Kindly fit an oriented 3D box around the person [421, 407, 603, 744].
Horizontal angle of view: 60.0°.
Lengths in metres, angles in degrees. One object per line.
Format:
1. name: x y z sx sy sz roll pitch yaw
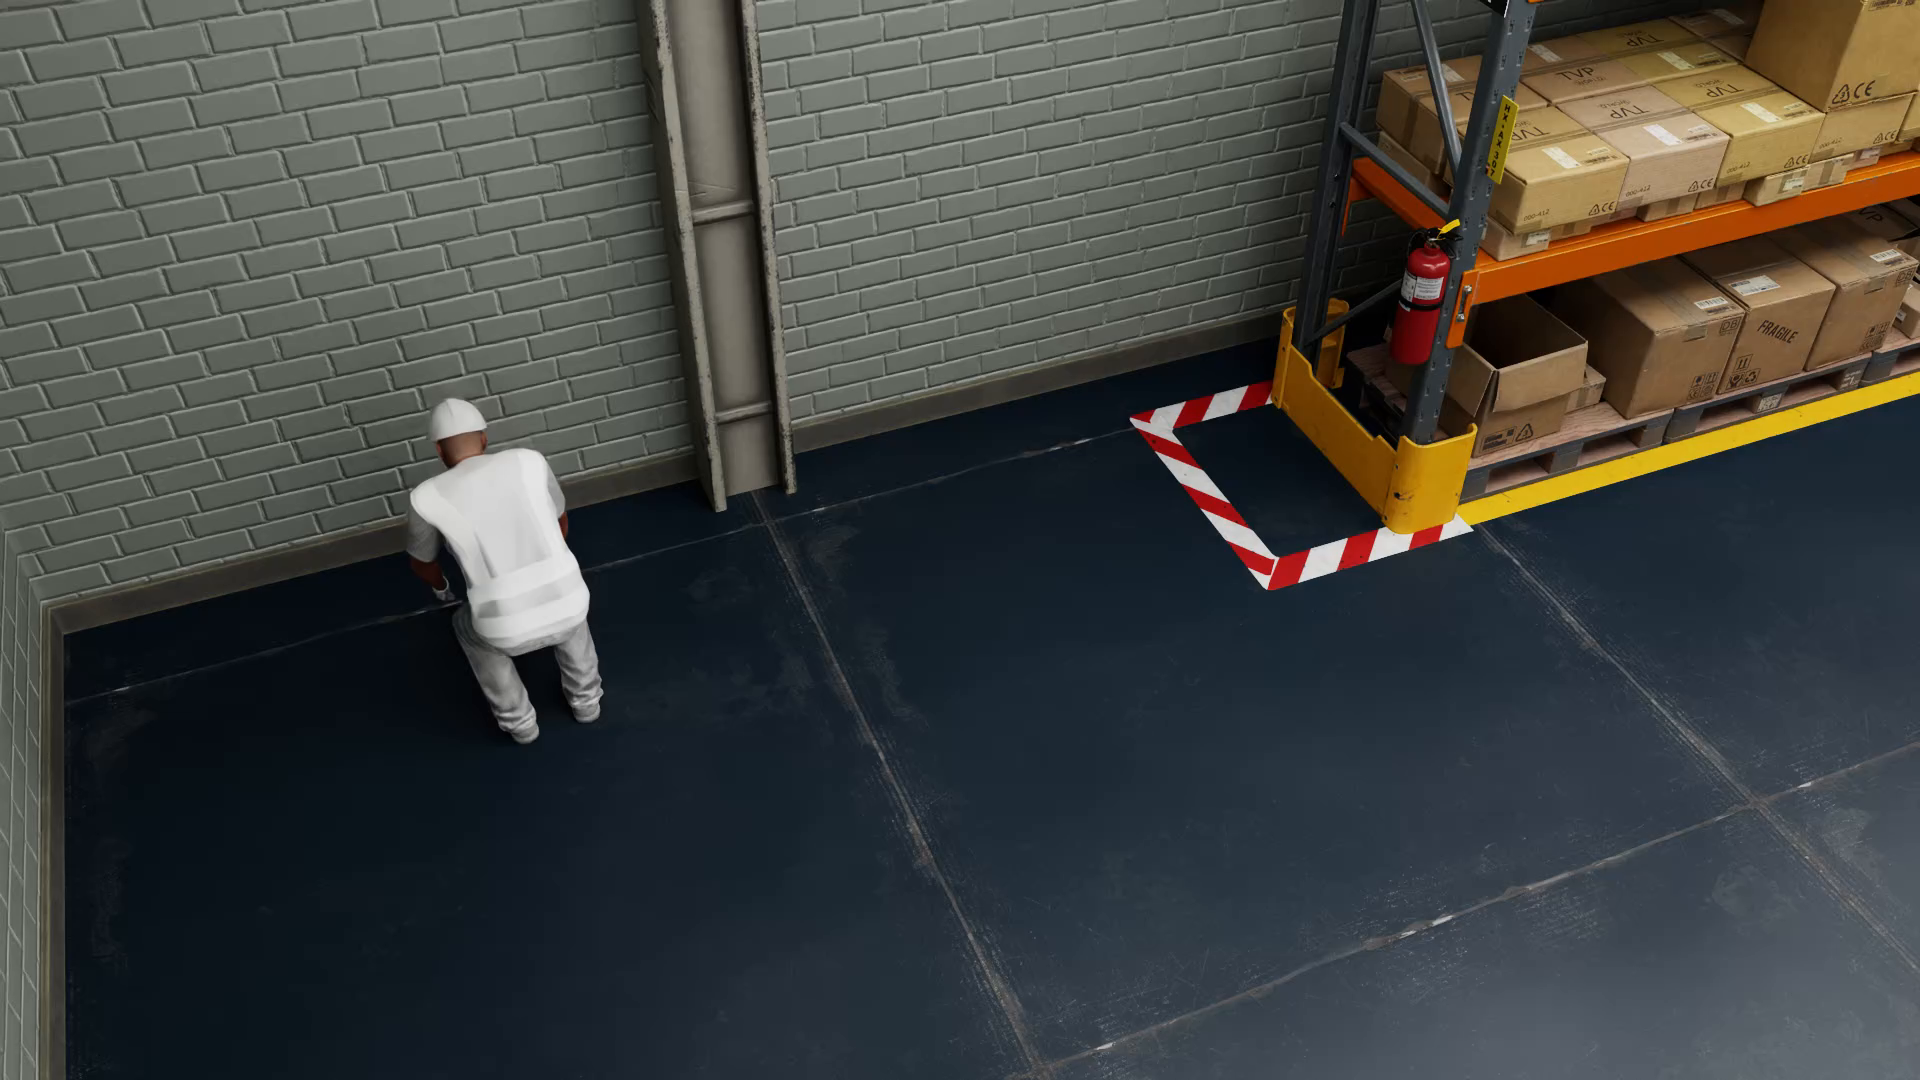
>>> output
1. person: -1.761 0.136 6.489 0.498 1.119 0.989 -20 45 -21
